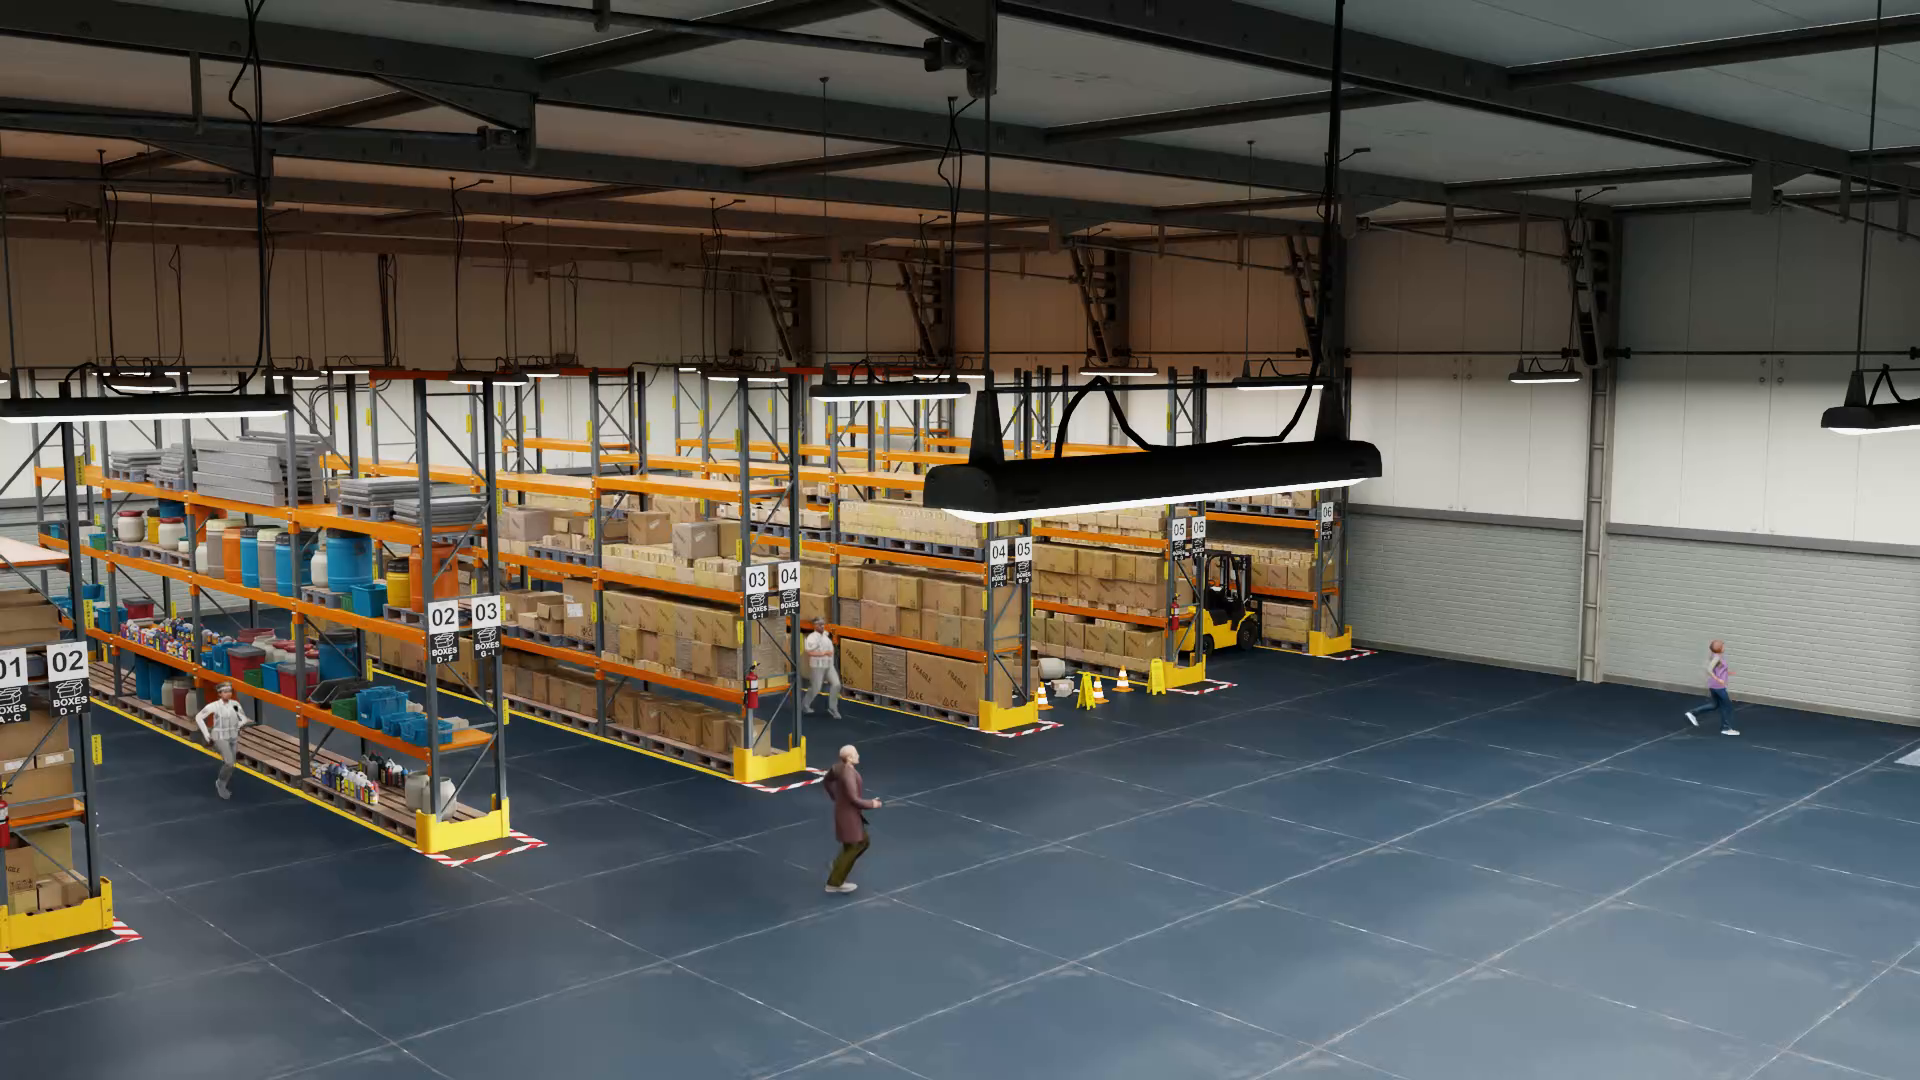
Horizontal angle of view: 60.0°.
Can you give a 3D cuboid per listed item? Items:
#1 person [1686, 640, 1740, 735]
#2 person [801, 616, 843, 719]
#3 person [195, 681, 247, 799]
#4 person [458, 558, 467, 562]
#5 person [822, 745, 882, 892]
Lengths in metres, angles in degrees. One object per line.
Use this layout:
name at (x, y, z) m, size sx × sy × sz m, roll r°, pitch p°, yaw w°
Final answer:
person at (12.519, 2.481, 27.579) m, size 0.822 × 1.480 × 0.547 m, roll 2°, pitch 7°, yaw 17°
person at (-2.409, 2.215, 28.914) m, size 0.822 × 1.830 × 0.670 m, roll 6°, pitch 9°, yaw 42°
person at (-10.393, 2.830, 23.578) m, size 0.611 × 1.669 × 0.598 m, roll 4°, pitch 8°, yaw 34°
person at (-11.549, 1.223, 38.317) m, size 0.747 × 1.630 × 0.691 m, roll -3°, pitch 7°, yaw -23°
person at (-1.264, 3.261, 19.519) m, size 0.679 × 1.756 × 0.747 m, roll -2°, pitch 7°, yaw -16°
